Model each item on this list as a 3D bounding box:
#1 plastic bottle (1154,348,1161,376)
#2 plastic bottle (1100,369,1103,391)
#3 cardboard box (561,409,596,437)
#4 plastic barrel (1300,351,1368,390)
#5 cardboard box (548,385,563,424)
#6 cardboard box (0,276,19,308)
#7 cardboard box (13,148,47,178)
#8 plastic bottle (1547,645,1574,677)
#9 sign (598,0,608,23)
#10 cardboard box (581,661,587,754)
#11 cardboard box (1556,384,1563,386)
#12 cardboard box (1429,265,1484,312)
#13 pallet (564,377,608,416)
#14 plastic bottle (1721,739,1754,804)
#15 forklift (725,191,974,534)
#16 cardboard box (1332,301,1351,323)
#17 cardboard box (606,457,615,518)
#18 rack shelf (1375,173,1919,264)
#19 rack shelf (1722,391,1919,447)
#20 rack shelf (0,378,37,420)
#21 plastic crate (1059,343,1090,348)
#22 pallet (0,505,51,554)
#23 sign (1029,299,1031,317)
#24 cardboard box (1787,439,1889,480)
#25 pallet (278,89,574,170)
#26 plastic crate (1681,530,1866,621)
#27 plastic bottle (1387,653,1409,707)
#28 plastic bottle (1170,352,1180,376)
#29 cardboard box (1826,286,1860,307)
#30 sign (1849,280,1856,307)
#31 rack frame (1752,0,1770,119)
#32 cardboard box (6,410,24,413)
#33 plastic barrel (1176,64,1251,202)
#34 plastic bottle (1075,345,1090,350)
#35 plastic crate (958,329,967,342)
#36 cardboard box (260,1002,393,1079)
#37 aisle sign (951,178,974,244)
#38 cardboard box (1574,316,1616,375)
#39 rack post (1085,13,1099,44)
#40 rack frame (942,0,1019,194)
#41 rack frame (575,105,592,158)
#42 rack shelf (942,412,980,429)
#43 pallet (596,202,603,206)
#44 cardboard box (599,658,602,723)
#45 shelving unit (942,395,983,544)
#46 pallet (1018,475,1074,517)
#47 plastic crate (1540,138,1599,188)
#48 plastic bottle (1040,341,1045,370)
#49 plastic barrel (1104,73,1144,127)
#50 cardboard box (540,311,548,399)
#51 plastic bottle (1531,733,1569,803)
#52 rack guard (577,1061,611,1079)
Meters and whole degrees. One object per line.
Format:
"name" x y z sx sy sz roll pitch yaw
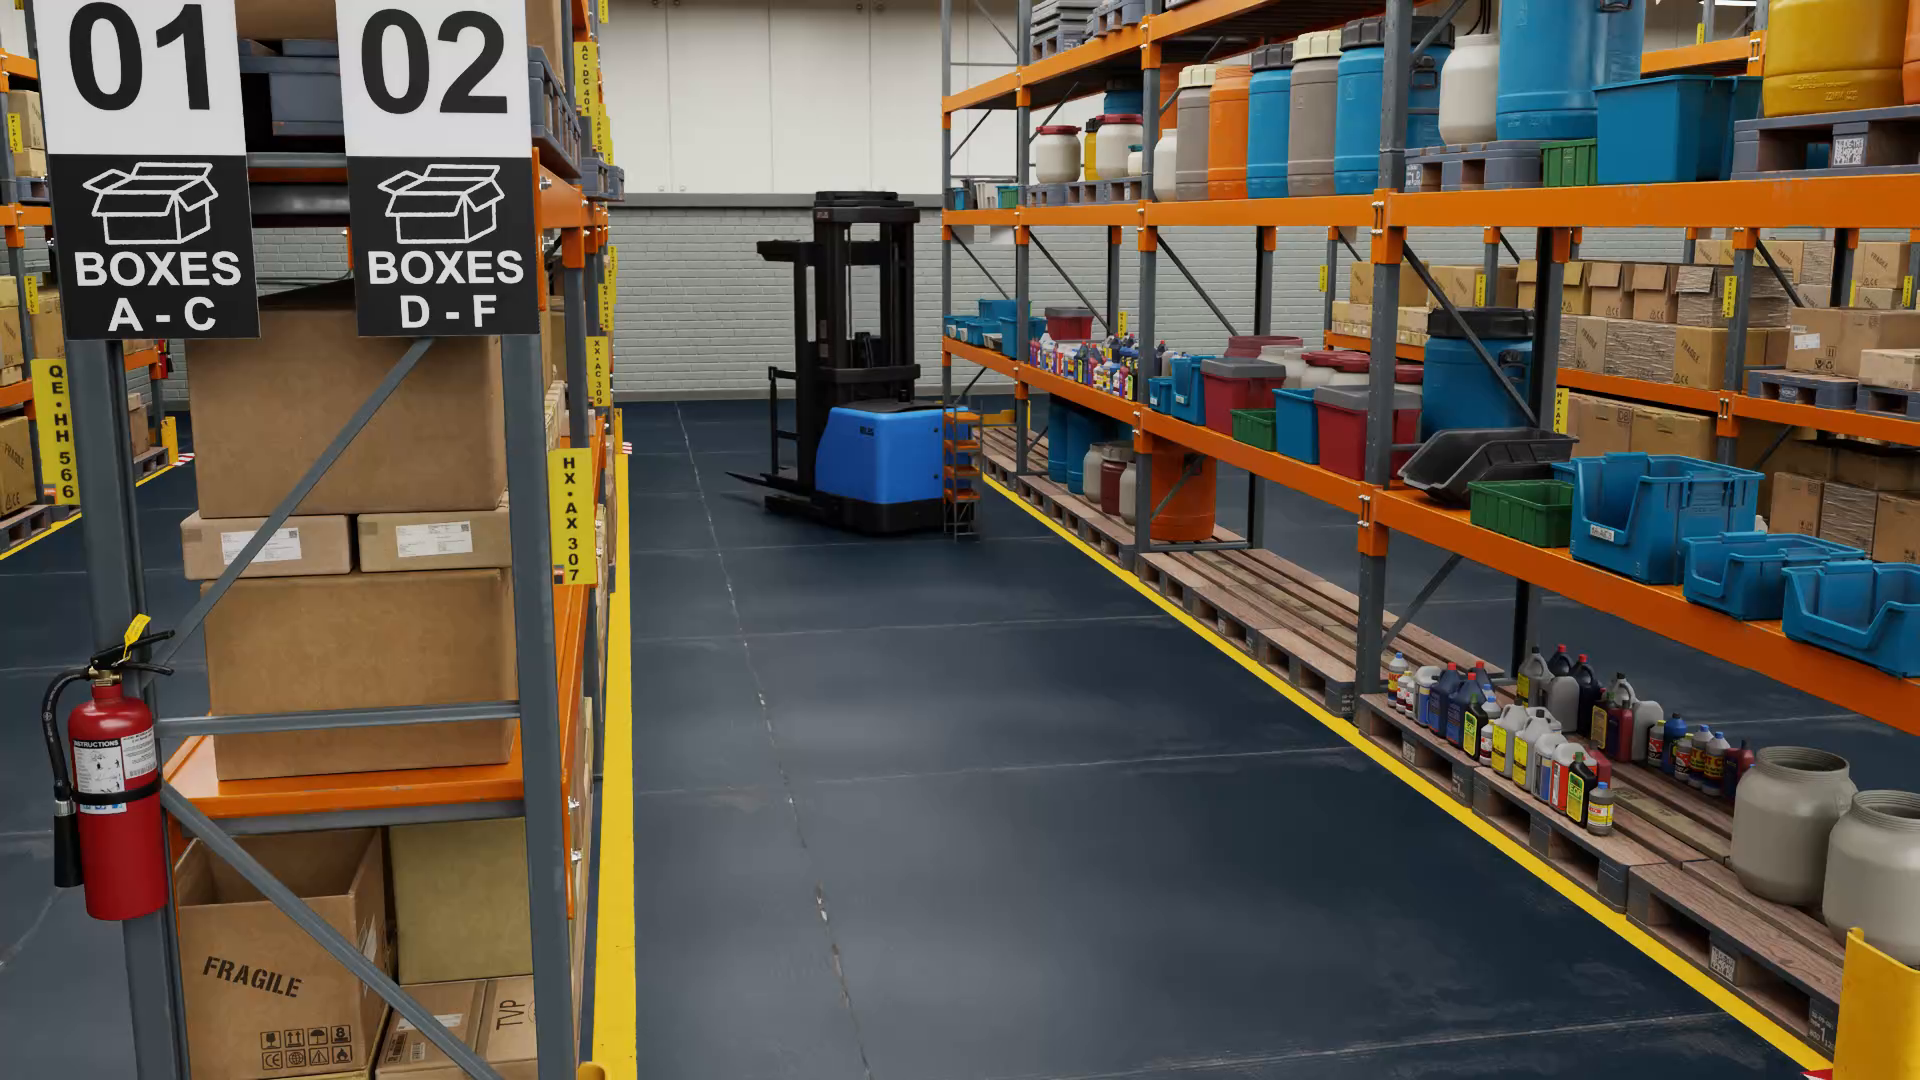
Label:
"plastic bottle" 1.654 -1.539 14.389 0.144 0.351 0.185 -2 11 -11
"plastic bottle" 1.200 -1.333 13.707 0.097 0.201 0.097 0 11 0
"cardboard box" -2.572 -0.760 10.841 0.380 0.149 0.250 -2 11 -11
"plastic barrel" 2.421 -0.949 10.794 0.433 0.535 0.433 0 11 0
"cardboard box" -1.931 -0.585 7.247 0.380 0.149 0.250 -2 11 -12
"cardboard box" -8.313 -2.089 14.025 0.500 0.250 0.500 -2 11 -10
"cardboard box" -8.530 -3.383 14.936 0.500 0.250 0.500 -2 11 -11
"plastic bottle" 3.027 0.708 8.360 0.144 0.351 0.185 -2 11 -13
"sign" -4.026 -6.006 18.763 0.100 0.325 0.005 -2 11 -11
"cardboard box" -1.850 0.640 7.035 0.500 0.500 0.500 -2 11 -11
"cardboard box" 6.066 -1.178 16.921 1.225 0.875 0.875 -2 11 -11
"cardboard box" 5.476 -2.739 18.166 0.500 0.500 0.500 -2 11 -10
"pallet" -3.219 -1.066 12.289 1.213 0.211 1.003 -2 11 -11
"plastic bottle" 3.324 0.981 7.106 0.061 0.283 0.133 -2 11 -10
"forklift" -1.166 -1.714 15.361 1.130 2.935 3.031 -8 13 -37
"cardboard box" 4.972 -2.840 20.701 0.500 0.250 0.500 -2 11 -13
"cardboard box" -3.133 -0.404 13.806 0.500 0.500 0.500 -3 11 -13
"rack shelf" 3.008 -1.238 6.579 1.077 0.370 4.000 -2 11 -11
"rack shelf" 7.089 -0.678 11.660 1.077 0.370 4.000 -2 11 -11
"rack shelf" -8.266 -0.871 12.675 1.077 0.370 4.000 -2 11 -11
"plastic crate" 1.113 -1.942 16.923 0.396 0.136 0.243 -2 11 -11
"pallet" -8.431 -0.083 14.067 1.003 0.211 1.213 -2 11 -11
"sign" 0.822 -2.788 20.388 0.100 0.325 0.005 -2 11 -11
"cardboard box" 6.859 -0.633 13.003 0.500 0.250 0.500 -2 11 -9
"pallet" -1.815 -1.356 5.514 1.003 0.211 1.213 -2 11 -11
"plastic crate" 2.886 0.122 5.931 0.499 0.251 0.408 -2 11 -11
"plastic bottle" 2.251 0.714 8.542 0.097 0.271 0.097 0 11 0
"plastic bottle" 1.854 -1.480 14.294 0.097 0.271 0.097 0 11 0
"cardboard box" 10.335 -2.663 19.100 0.500 0.500 0.500 -2 11 -13
"sign" 7.230 -1.950 13.532 0.100 0.325 0.005 -2 11 -11
"rack frame" 6.700 -4.345 12.959 1.000 3.000 0.127 -2 11 -11
"cardboard box" -9.071 -1.187 16.236 0.380 0.149 0.250 -2 11 -10
"plastic barrel" 1.788 -2.779 11.414 0.600 0.901 0.600 0 11 0
"plastic bottle" 1.109 -1.628 15.058 0.152 0.276 0.135 -2 11 -11
"plastic crate" 0.123 -2.342 19.022 0.250 0.136 0.298 -2 11 -11
"cardboard box" -1.857 1.485 4.600 0.500 0.250 0.500 -2 11 -11
"aisle sign" -0.020 -3.965 20.052 0.394 0.787 0.004 -2 11 -11
"cardboard box" 6.067 -1.809 15.411 0.500 0.500 0.500 -2 11 -10
"rack post" 1.582 -4.287 13.988 0.937 0.300 0.954 -1 11 -5
"rack frame" 0.285 -5.632 19.722 1.000 3.000 0.127 -2 11 -11
"rack frame" -3.018 -3.986 11.070 1.000 3.000 0.127 -2 11 -11
"rack shelf" 0.023 -0.993 14.102 0.258 0.148 0.480 -2 11 -11
"pallet" -3.534 -2.841 13.582 1.213 0.211 1.003 -2 11 -11
"cardboard box" -2.076 0.756 8.430 0.500 0.250 0.500 -2 11 -12
"shelving unit" 0.023 -0.607 14.176 0.258 1.200 0.503 -2 11 -11
"pallet" 1.172 -0.439 15.937 1.003 0.211 1.213 -2 11 -11
"plastic crate" 2.659 -1.555 6.886 0.336 0.188 0.450 -2 11 -11
"plastic bottle" 0.801 -1.743 15.675 0.097 0.271 0.097 0 11 0
"plastic barrel" 1.545 -3.570 14.446 0.600 0.901 0.708 -2 11 -11
"cardboard box" -2.048 -0.818 6.733 0.700 0.500 0.500 -2 11 -11
"plastic bottle" 2.561 0.978 7.146 0.152 0.276 0.135 -2 11 -13
"rack guard" -1.458 1.661 4.133 1.175 0.500 0.348 -2 11 -11
